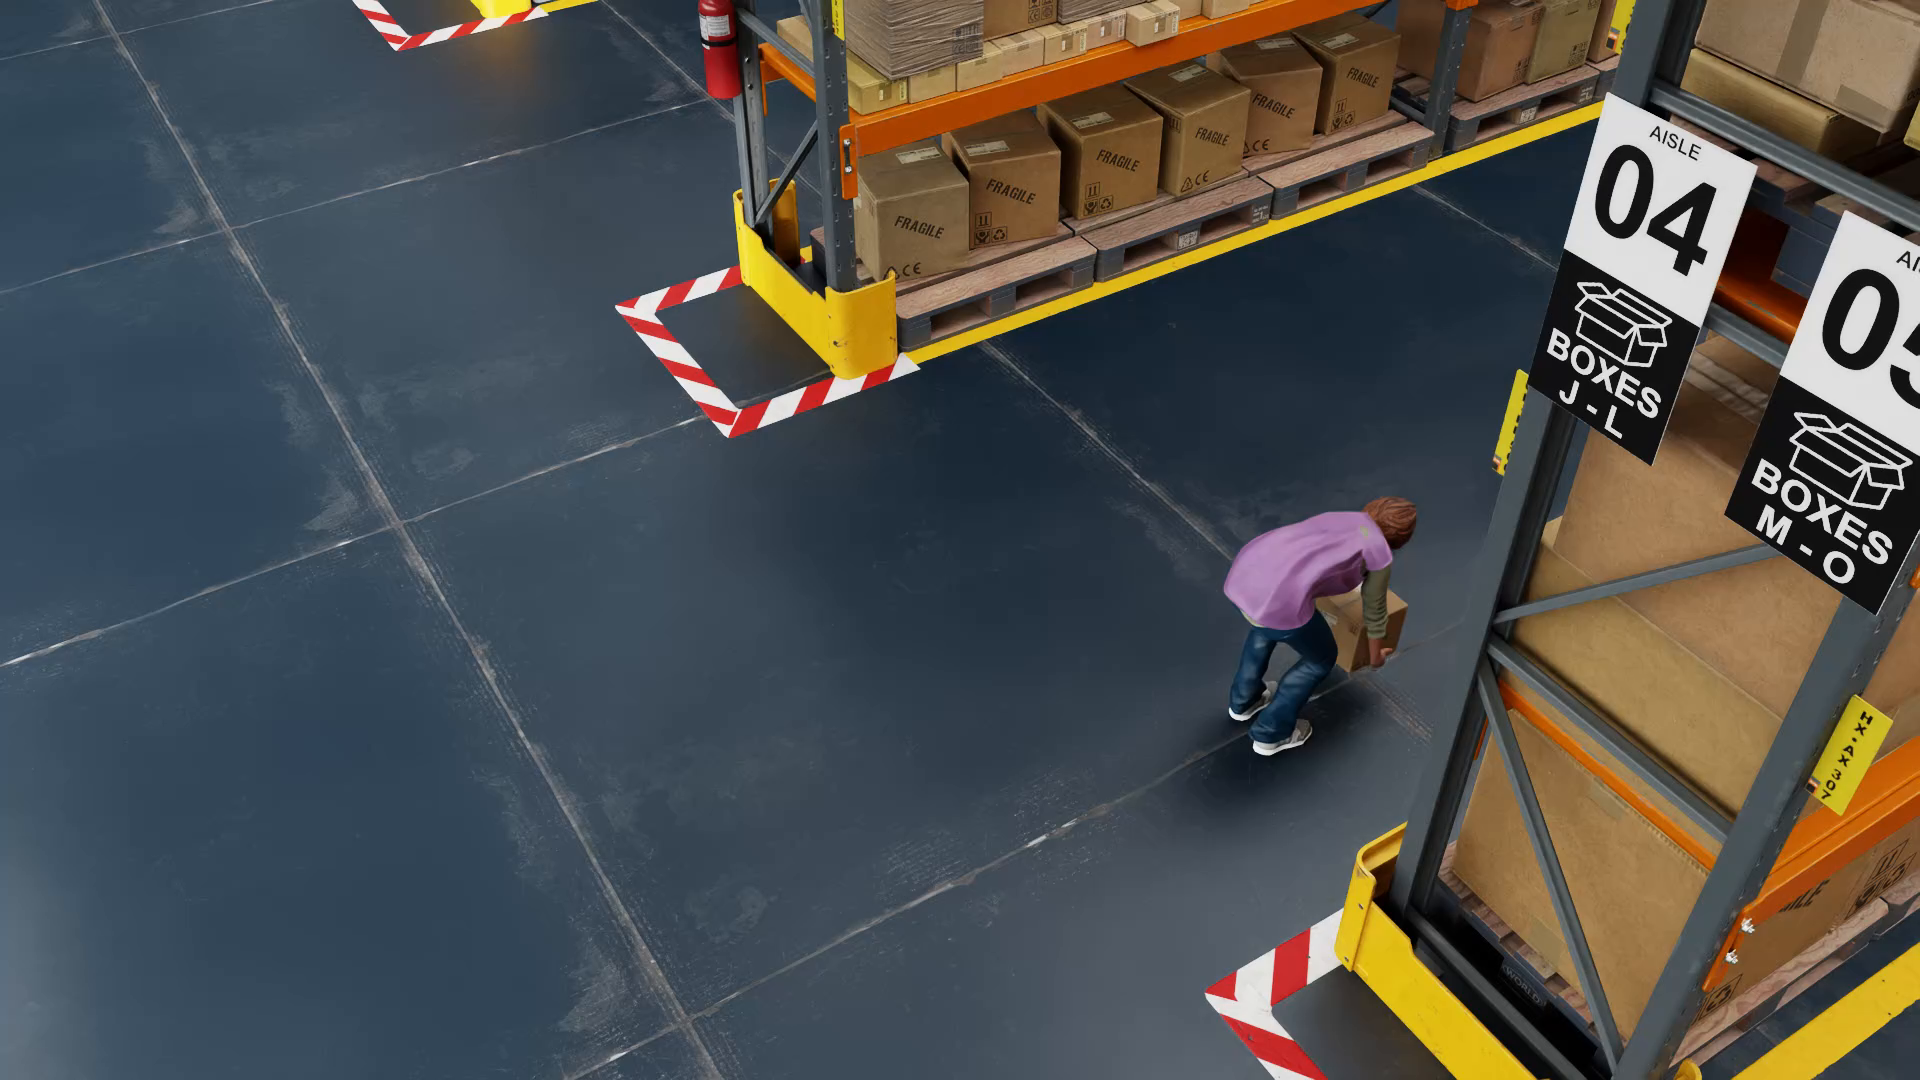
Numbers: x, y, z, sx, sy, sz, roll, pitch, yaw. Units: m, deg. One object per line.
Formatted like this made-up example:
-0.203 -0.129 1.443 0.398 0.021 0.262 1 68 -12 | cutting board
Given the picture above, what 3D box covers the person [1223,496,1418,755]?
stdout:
1.353 0.294 6.300 0.871 0.980 0.396 -25 47 -25 | person
